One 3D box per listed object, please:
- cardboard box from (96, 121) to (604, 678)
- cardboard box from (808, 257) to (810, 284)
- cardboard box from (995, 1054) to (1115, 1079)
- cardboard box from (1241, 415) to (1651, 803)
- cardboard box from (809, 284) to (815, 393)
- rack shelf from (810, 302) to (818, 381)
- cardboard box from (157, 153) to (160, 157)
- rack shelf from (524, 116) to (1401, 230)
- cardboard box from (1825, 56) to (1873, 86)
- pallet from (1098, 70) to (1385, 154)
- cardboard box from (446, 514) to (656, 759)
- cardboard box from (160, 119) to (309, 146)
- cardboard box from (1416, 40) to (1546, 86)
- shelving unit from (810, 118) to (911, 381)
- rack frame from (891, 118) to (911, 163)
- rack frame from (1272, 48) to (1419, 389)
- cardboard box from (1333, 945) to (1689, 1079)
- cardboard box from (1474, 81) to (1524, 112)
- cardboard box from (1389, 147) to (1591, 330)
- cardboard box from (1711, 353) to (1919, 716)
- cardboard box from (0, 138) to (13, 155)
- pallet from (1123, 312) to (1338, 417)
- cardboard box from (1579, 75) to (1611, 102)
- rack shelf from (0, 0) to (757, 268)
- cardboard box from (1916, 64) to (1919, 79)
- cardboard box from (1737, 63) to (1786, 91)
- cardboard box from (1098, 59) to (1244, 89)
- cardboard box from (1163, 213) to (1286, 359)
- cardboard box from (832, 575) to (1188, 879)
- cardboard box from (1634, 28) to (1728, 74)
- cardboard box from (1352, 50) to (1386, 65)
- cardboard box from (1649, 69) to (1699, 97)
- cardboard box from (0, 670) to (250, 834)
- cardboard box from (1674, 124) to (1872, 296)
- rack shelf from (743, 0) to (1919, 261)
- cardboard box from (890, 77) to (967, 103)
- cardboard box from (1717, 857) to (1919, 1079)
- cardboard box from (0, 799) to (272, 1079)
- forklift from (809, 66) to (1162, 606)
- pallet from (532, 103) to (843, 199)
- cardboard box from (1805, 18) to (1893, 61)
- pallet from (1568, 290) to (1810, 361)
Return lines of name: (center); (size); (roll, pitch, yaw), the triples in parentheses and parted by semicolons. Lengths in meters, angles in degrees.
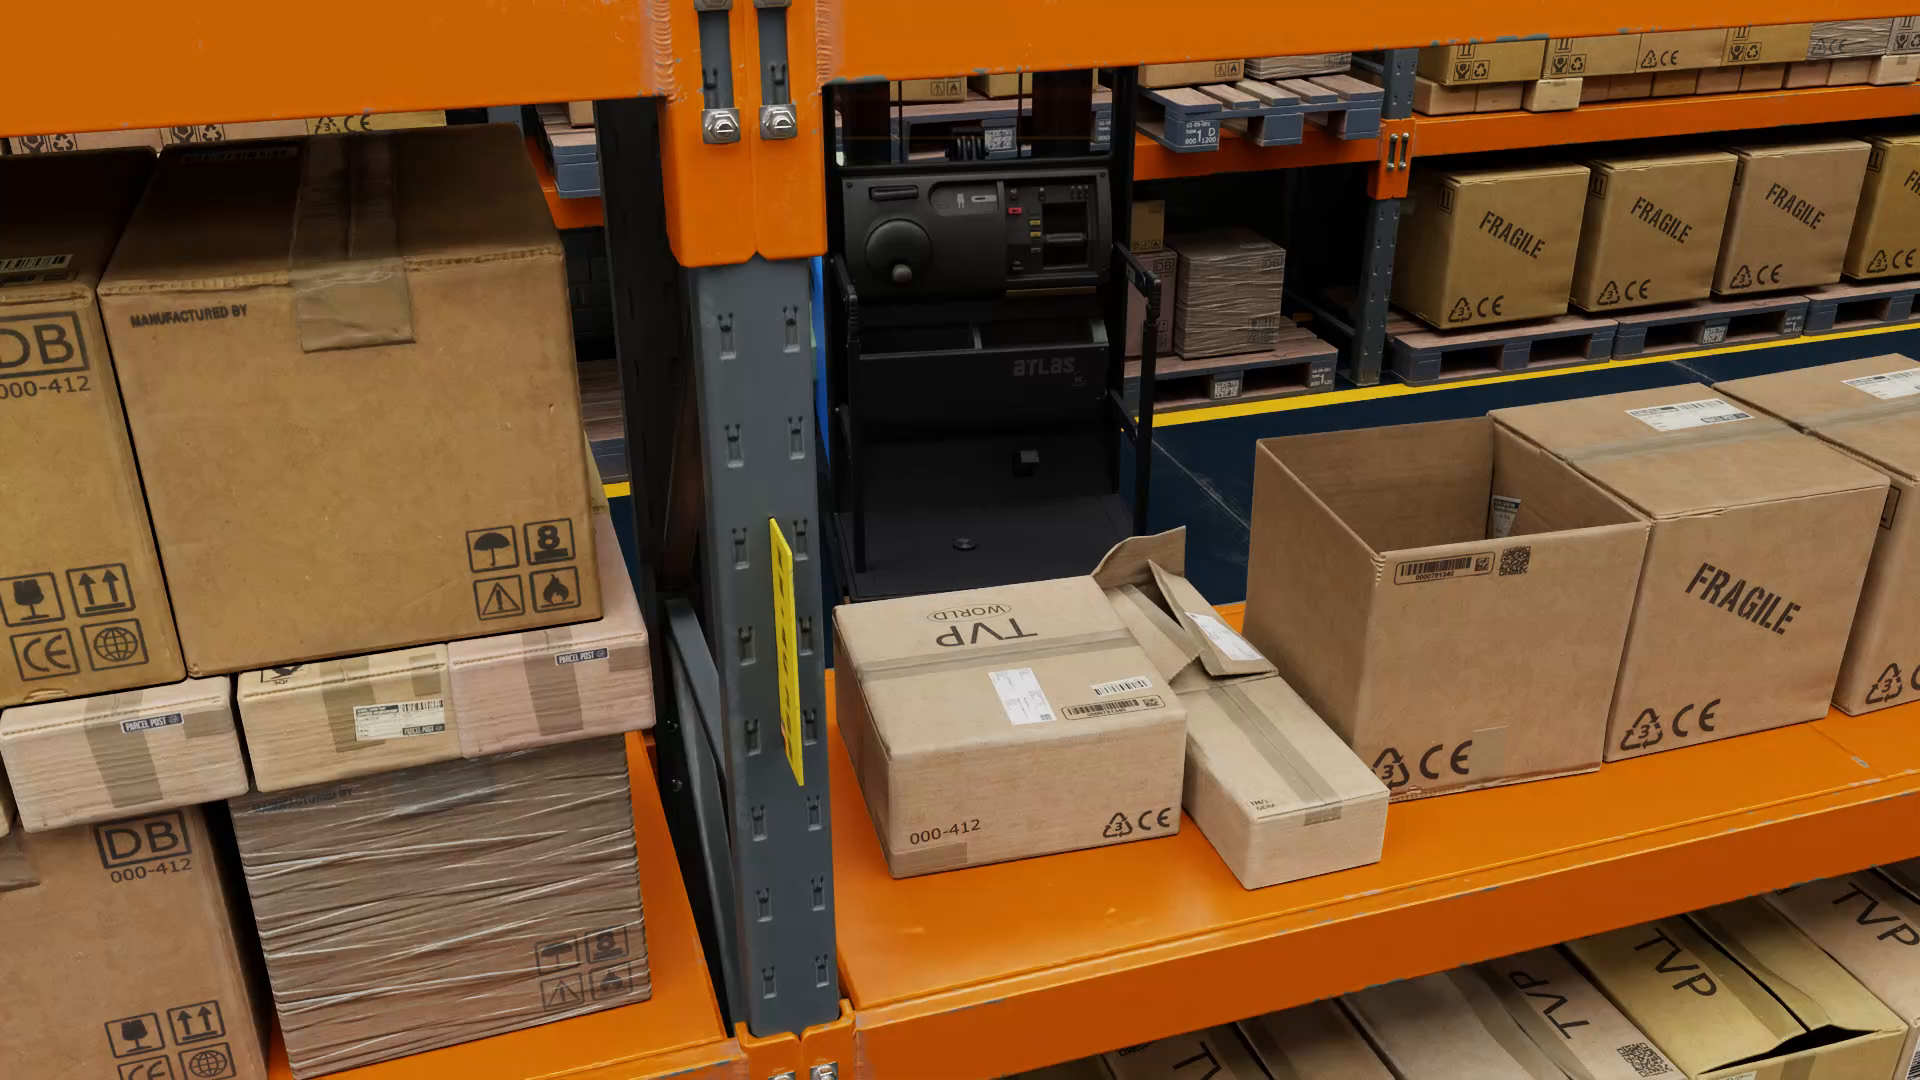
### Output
cardboard box: (-0.805, -0.233, 2.275); (0.500, 0.500, 0.700); (-8, 28, -16)
cardboard box: (-0.810, -1.349, 7.567); (0.500, 0.250, 0.500); (-9, 28, -17)
cardboard box: (0.085, 1.169, 3.010); (0.500, 0.311, 0.500); (-8, 28, -16)
cardboard box: (0.851, 0.113, 3.038); (0.500, 0.500, 0.500); (-6, 27, -12)
cardboard box: (-0.752, -1.043, 7.795); (0.500, 0.500, 0.700); (-9, 28, -17)
rack shelf: (-0.705, -0.766, 7.104); (0.720, 0.370, 0.431); (-15, 37, -29)
cardboard box: (-3.229, -1.373, 6.288); (0.500, 0.250, 0.500); (-8, 28, -16)
rack shelf: (-0.021, -1.718, 7.647); (4.000, 0.370, 1.077); (-8, 28, -16)
cardboard box: (4.472, -2.469, 8.610); (0.250, 0.149, 0.380); (-8, 28, -16)
pallet: (1.236, -2.087, 7.796); (1.003, 0.211, 1.213); (-8, 28, -16)
cardboard box: (-0.577, 0.121, 2.290); (0.250, 0.149, 0.380); (-8, 28, -16)
cardboard box: (-2.749, -1.776, 6.257); (0.500, 0.500, 0.500); (-8, 28, -16)
cardboard box: (2.422, -2.462, 7.866); (0.500, 0.500, 0.500); (-7, 27, -15)
shelving unit: (-0.679, -1.041, 6.931); (0.755, 1.500, 0.431); (-15, 37, -29)
rack frame: (-0.368, -1.122, 7.108); (0.023, 1.500, 0.400); (-15, 37, -29)
rack frame: (1.881, -2.316, 8.042); (0.127, 3.000, 1.000); (-8, 28, -16)
cardboard box: (1.055, 1.031, 3.289); (0.500, 0.311, 0.500); (-9, 28, -18)
cardboard box: (2.508, -2.191, 8.050); (0.250, 0.149, 0.380); (-8, 27, -15)
cardboard box: (2.621, -1.587, 8.519); (0.750, 0.750, 0.750); (-9, 28, -17)
cardboard box: (1.828, -0.029, 3.323); (0.500, 0.500, 0.500); (-10, 28, -19)
cardboard box: (-3.725, -1.639, 5.981); (0.500, 0.500, 0.500); (-7, 27, -14)
pallet: (1.137, -0.960, 8.446); (1.213, 0.211, 1.003); (-8, 28, -16)
cardboard box: (2.988, -2.278, 8.226); (0.250, 0.149, 0.380); (-9, 28, -17)
rack shelf: (-2.287, -0.417, 1.653); (4.000, 0.370, 1.077); (-8, 28, -16)
cardboard box: (4.958, -2.536, 8.744); (0.250, 0.149, 0.380); (-7, 27, -14)
cardboard box: (3.973, -2.409, 8.489); (0.250, 0.149, 0.380); (-7, 27, -14)
cardboard box: (0.914, -2.401, 7.605); (0.500, 0.500, 0.700); (-11, 28, -21)
cardboard box: (1.212, -1.272, 8.256); (0.500, 0.500, 0.700); (-8, 27, -15)
cardboard box: (0.070, 0.310, 2.922); (0.500, 0.250, 0.500); (-7, 27, -13)
cardboard box: (3.395, -2.598, 8.140); (0.500, 0.500, 0.500); (-8, 28, -16)
cardboard box: (2.248, -2.680, 8.305); (0.500, 0.500, 0.500); (-8, 28, -16)
cardboard box: (3.480, -2.349, 8.368); (0.250, 0.149, 0.380); (-8, 27, -15)
cardboard box: (-1.061, 0.192, 2.149); (0.250, 0.149, 0.380); (-9, 28, -18)
cardboard box: (4.262, -1.824, 8.996); (0.750, 0.750, 0.750); (-7, 27, -15)
rack shelf: (1.517, -0.968, 2.762); (4.000, 0.370, 1.077); (-8, 28, -16)
cardboard box: (-0.278, -2.241, 7.283); (0.500, 0.500, 0.700); (-5, 27, -9)
cardboard box: (2.024, 0.889, 3.575); (0.500, 0.311, 0.500); (-8, 28, -16)
cardboard box: (-1.304, 0.423, 2.412); (0.500, 0.500, 0.700); (-9, 28, -17)
forklift: (0.100, -1.038, 5.545); (1.130, 2.935, 3.031); (-4, 27, -8)
pallet: (-1.151, -1.723, 7.063); (1.213, 0.211, 1.003); (-8, 28, -16)
cardboard box: (4.361, -2.744, 8.434); (0.500, 0.500, 0.500); (-8, 28, -16)
pallet: (3.812, -1.310, 9.152); (1.213, 0.211, 1.003); (-8, 28, -16)
